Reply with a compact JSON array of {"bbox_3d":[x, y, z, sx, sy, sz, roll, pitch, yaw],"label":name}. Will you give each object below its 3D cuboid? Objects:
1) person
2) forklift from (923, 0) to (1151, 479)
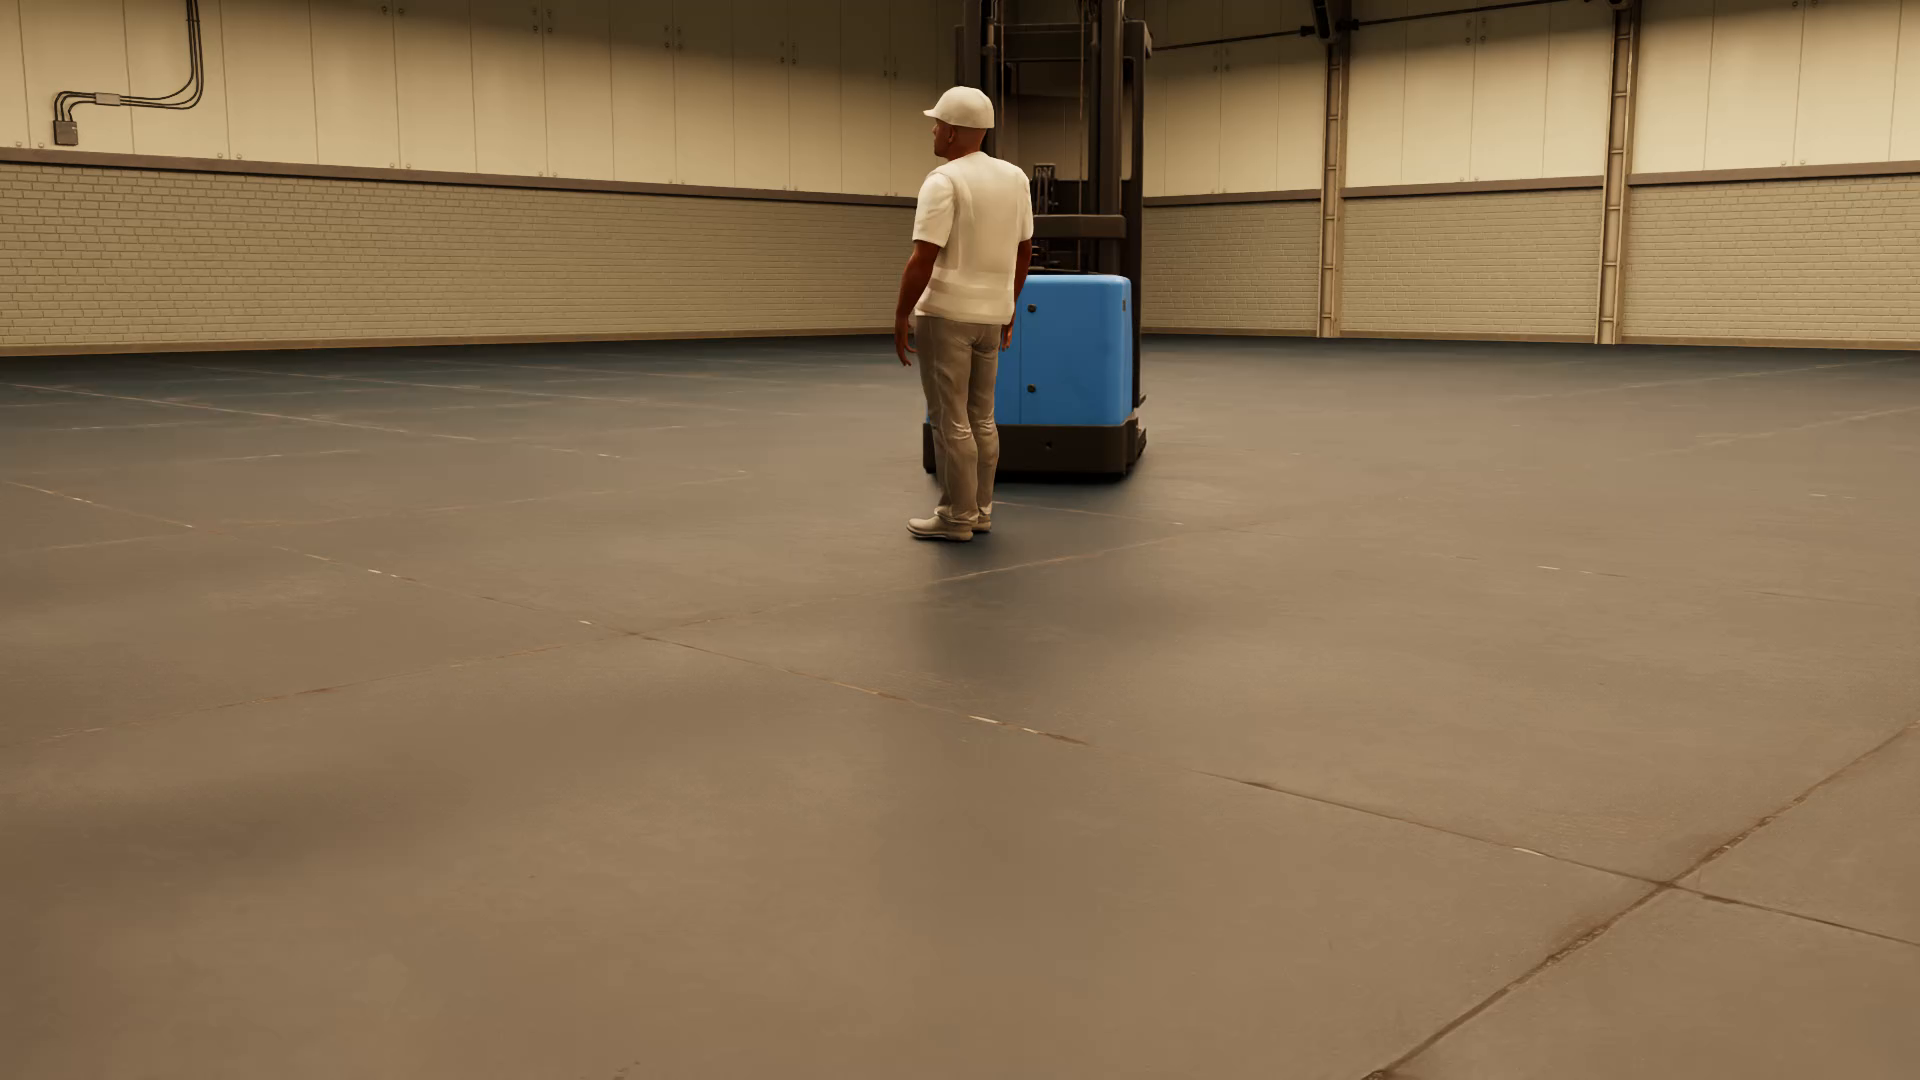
[{"bbox_3d":[-0.047,-0.888,6.636,0.575,1.768,0.666,8,12,43],"label":"person"},{"bbox_3d":[0.551,-1.956,9.861,1.130,2.935,3.031,1,9,9],"label":"forklift"}]
